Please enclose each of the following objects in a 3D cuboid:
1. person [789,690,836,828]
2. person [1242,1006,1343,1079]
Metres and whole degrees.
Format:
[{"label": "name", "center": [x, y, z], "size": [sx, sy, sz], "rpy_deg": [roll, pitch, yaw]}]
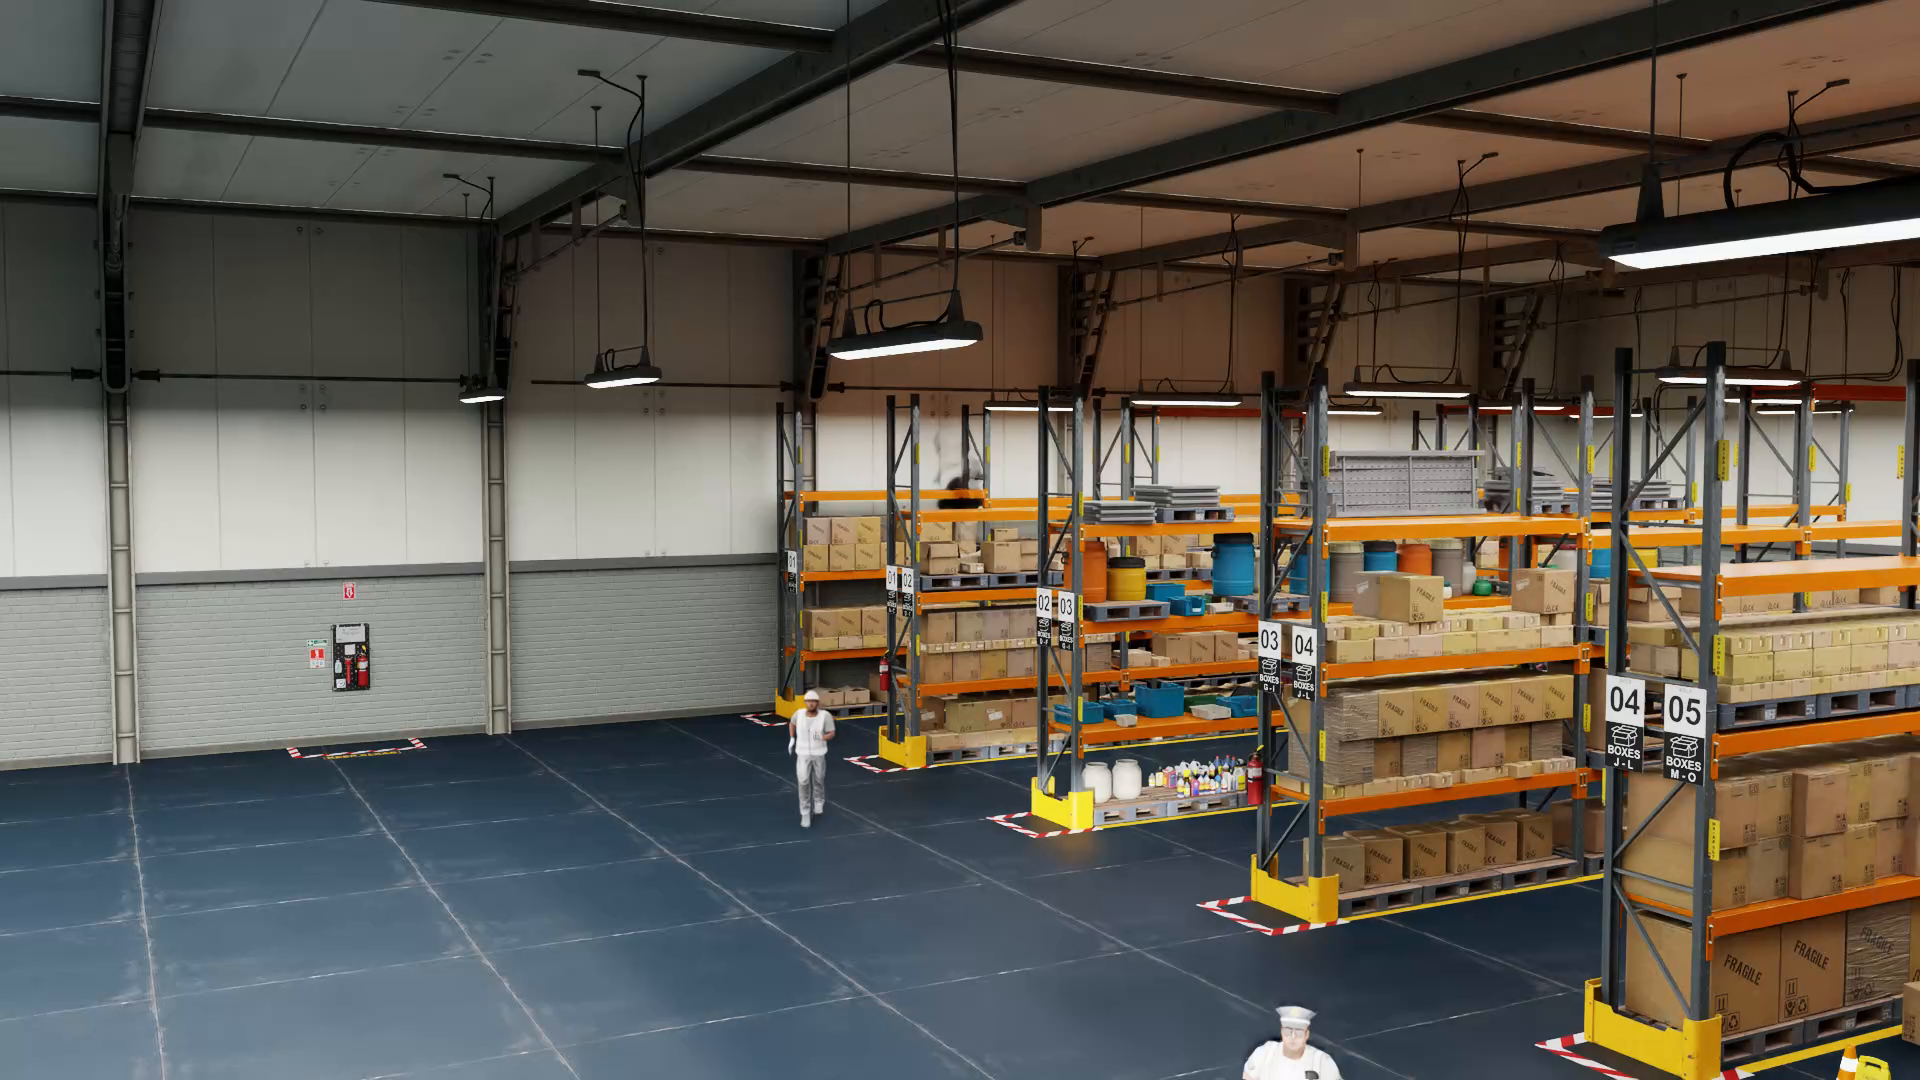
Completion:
[{"label": "person", "center": [-2.032, 2.974, 22.830], "size": [0.661, 1.840, 0.884], "rpy_deg": [0, 3, -1]}, {"label": "person", "center": [2.046, 3.719, 10.222], "size": [0.663, 1.774, 0.903], "rpy_deg": [1, 3, 17]}]
